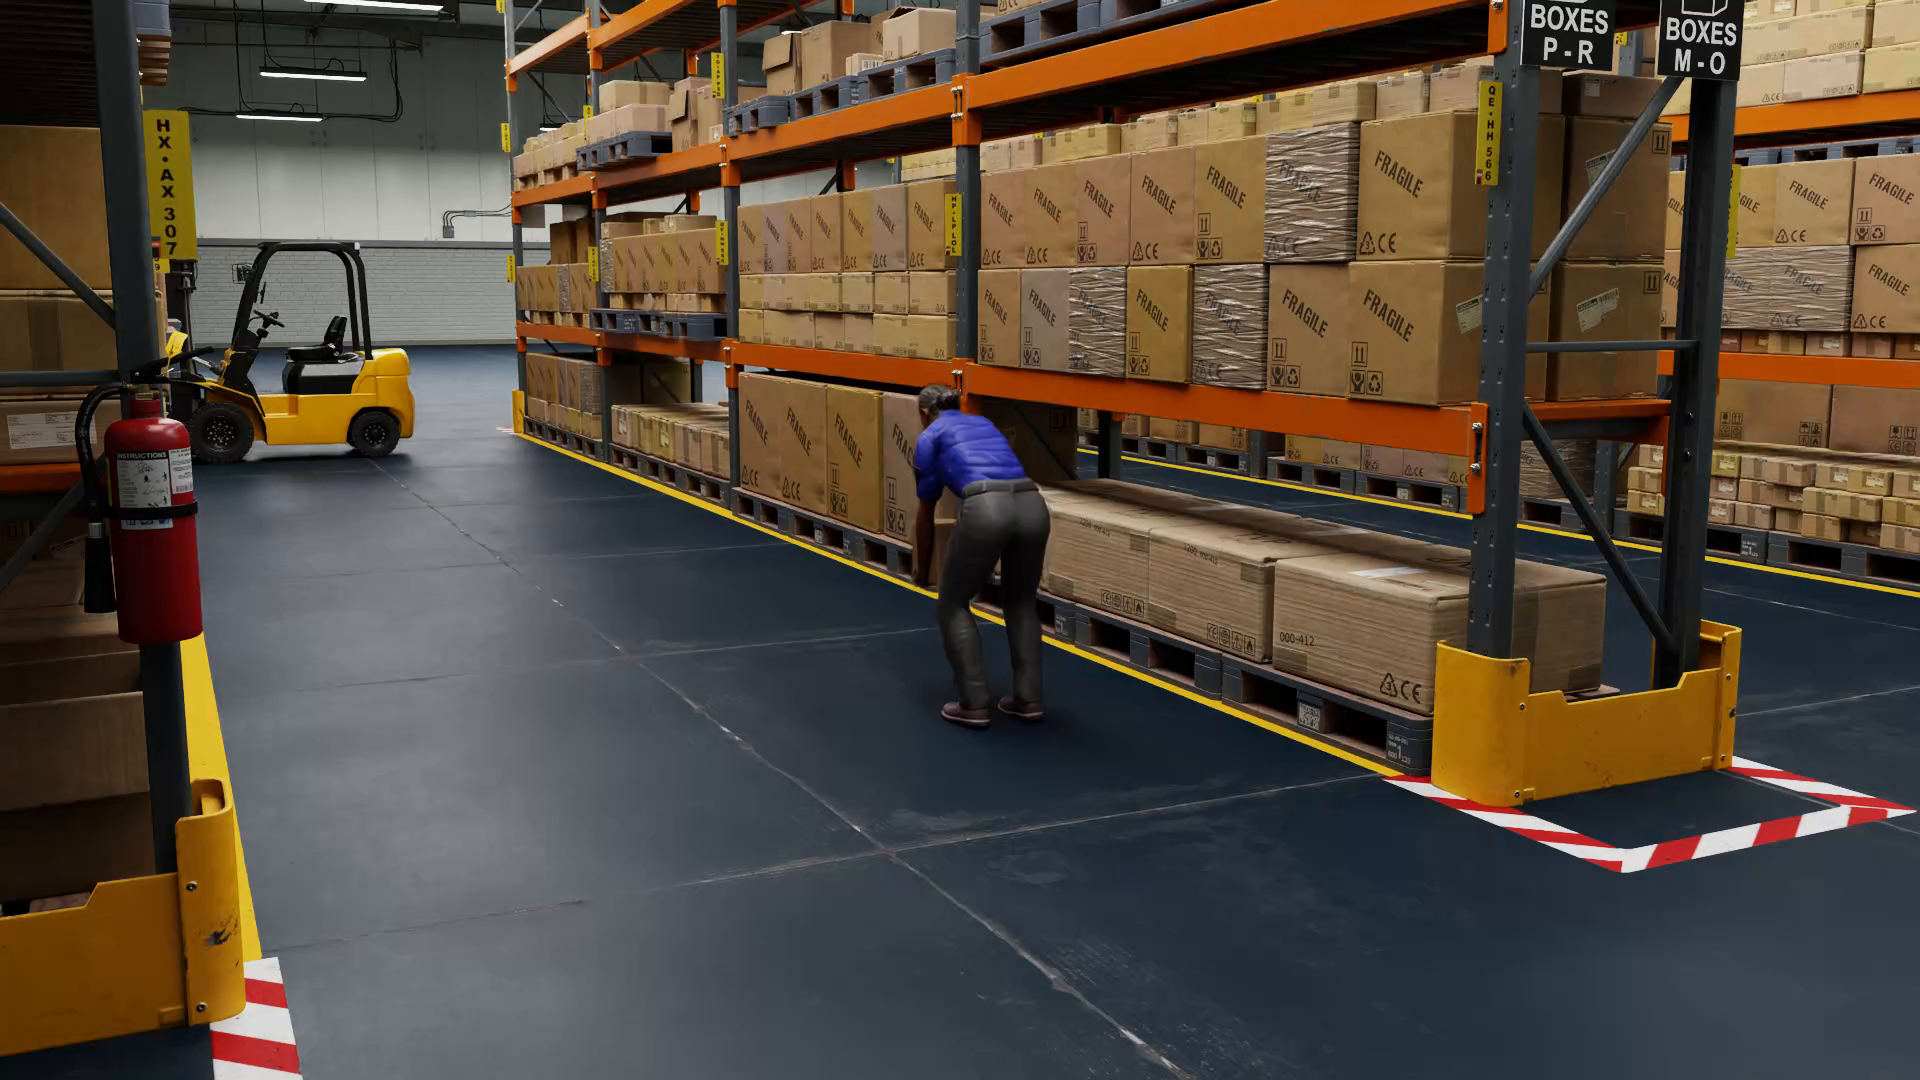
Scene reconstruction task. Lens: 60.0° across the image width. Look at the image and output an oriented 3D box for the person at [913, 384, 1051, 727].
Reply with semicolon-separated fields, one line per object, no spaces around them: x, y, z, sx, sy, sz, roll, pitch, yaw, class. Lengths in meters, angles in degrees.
0.055;0.045;6.726;0.422;1.317;0.787;-4;10;-26;person
